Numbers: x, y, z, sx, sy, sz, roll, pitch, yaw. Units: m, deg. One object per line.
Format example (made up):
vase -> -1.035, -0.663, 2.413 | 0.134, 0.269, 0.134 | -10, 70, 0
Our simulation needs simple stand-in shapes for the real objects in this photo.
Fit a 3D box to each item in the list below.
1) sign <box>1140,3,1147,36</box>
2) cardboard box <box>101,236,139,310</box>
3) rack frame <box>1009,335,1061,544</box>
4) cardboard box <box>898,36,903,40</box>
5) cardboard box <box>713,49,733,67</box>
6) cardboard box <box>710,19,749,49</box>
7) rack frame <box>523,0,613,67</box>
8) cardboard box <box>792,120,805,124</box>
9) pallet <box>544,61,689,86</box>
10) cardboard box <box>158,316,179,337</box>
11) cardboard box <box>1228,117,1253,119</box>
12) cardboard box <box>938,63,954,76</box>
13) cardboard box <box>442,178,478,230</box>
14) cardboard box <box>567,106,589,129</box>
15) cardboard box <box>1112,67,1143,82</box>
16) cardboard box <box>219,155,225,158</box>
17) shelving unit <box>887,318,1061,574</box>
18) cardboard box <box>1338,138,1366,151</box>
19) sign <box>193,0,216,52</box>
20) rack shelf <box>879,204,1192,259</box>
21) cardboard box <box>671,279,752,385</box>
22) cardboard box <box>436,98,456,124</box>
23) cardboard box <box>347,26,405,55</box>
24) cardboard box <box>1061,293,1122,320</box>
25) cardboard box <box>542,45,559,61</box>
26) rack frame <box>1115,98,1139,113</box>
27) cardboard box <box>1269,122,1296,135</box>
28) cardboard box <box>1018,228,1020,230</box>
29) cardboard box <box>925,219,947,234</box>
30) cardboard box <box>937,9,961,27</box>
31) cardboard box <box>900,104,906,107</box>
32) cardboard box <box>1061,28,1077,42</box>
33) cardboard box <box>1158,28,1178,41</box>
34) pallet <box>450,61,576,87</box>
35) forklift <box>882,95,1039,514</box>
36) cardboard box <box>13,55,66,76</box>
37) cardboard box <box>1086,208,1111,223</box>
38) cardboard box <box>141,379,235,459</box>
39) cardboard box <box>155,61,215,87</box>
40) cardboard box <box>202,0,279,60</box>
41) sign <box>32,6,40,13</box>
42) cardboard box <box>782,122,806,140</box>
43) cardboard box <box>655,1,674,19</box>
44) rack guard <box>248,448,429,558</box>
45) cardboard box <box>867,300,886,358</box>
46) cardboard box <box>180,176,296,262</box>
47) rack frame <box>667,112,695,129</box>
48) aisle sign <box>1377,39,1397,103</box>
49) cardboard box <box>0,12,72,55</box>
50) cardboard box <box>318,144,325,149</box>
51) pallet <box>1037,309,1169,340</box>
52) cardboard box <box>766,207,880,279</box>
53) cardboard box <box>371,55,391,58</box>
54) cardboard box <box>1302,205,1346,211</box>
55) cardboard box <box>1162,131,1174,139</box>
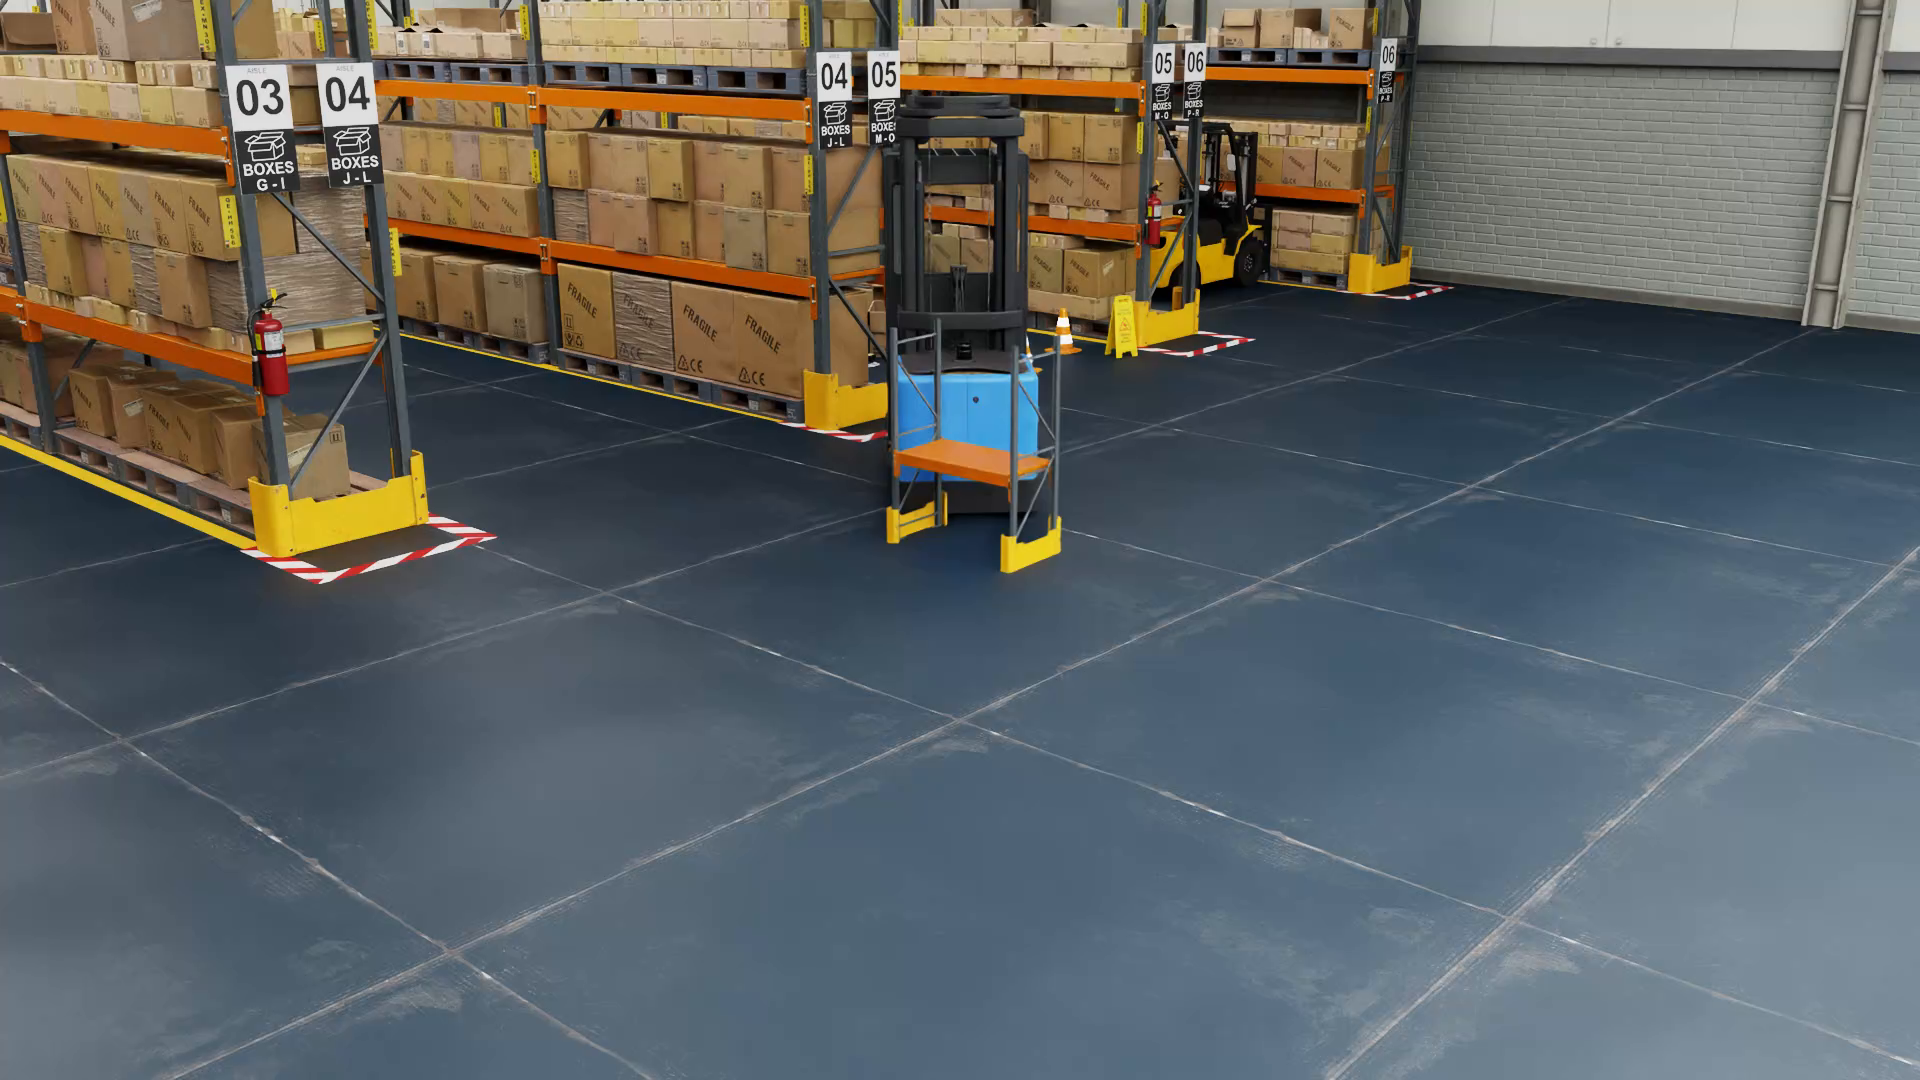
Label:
sign -> 1.916, -5.425, 17.324 | 0.005, 0.325, 0.100 | 15, 23, 39
cardboard box -> -5.837, -2.045, 12.440 | 0.500, 0.500, 0.875 | 15, 23, 39
rack frame -> 0.491, -0.564, 10.911 | 0.032, 1.500, 0.500 | 14, 22, 37
cardboard box -> -0.673, -6.051, 19.857 | 0.250, 0.149, 0.380 | 15, 23, 38
cardboard box -> -1.953, -4.255, 14.659 | 0.250, 0.149, 0.380 | 15, 23, 40
cardboard box -> -1.836, -4.438, 14.575 | 0.500, 0.250, 0.500 | 15, 23, 39
rack frame -> -3.902, -6.217, 16.325 | 0.127, 3.000, 1.000 | 15, 23, 39
cardboard box -> -1.932, -5.423, 21.318 | 0.250, 0.149, 0.380 | 14, 22, 37
pallet -> -3.297, -4.578, 16.267 | 1.213, 0.211, 1.003 | 15, 23, 39
cardboard box -> -5.574, -1.591, 12.080 | 0.250, 0.149, 0.380 | 15, 23, 39
cardboard box -> 3.976, -5.860, 23.389 | 0.250, 0.149, 0.380 | 15, 23, 39
cardboard box -> -0.044, -5.541, 19.568 | 0.250, 0.149, 0.380 | 16, 24, 41
cardboard box -> -5.226, -3.653, 17.997 | 0.500, 0.500, 0.500 | 15, 23, 40
cardboard box -> -5.374, -6.176, 24.294 | 0.500, 0.500, 0.500 | 15, 23, 38
cardboard box -> 1.847, -5.013, 17.906 | 0.250, 0.149, 0.380 | 15, 23, 39
cardboard box -> -9.110, -4.794, 20.988 | 0.250, 0.149, 0.380 | 16, 24, 41
shelving unit -> 0.089, -0.663, 11.220 | 1.083, 1.500, 0.587 | 14, 22, 37
cardboard box -> 5.146, -5.182, 21.742 | 0.250, 0.149, 0.380 | 15, 23, 40
sign -> -4.662, -3.183, 10.259 | 0.005, 0.325, 0.100 | 15, 23, 39
rack shelf -> 0.804, -3.753, 19.669 | 4.000, 0.370, 1.077 | 15, 23, 39
cardboard box -> -2.121, -2.039, 15.897 | 0.875, 0.875, 0.875 | 15, 23, 38
cardboard box -> -7.973, -6.864, 26.464 | 0.500, 0.500, 0.500 | 15, 23, 40
cardboard box -> -6.499, -5.601, 18.630 | 0.500, 0.311, 0.500 | 15, 23, 39
cardboard box -> 1.498, -2.691, 18.982 | 0.500, 0.250, 0.500 | 15, 23, 39
cardboard box -> -3.856, -4.765, 16.266 | 0.250, 0.149, 0.380 | 15, 23, 38
rack frame -> 2.600, -5.622, 24.367 | 0.127, 3.000, 1.000 | 15, 23, 39
cardboard box -> 4.360, -5.524, 22.330 | 0.250, 0.149, 0.380 | 16, 23, 41
cardboard box -> 1.063, -5.100, 25.955 | 0.625, 0.625, 0.875 | 14, 22, 37
cardboard box -> -0.376, -3.836, 20.279 | 0.250, 0.149, 0.380 | 15, 23, 40
cardboard box -> -0.012, -7.949, 25.718 | 0.500, 0.500, 0.500 | 15, 23, 40
cardboard box -> -0.507, -5.027, 20.181 | 0.500, 0.500, 0.700 | 15, 23, 39
cardboard box -> 1.325, -5.556, 18.298 | 0.250, 0.149, 0.380 | 15, 23, 40
cardboard box -> 2.169, -5.502, 18.129 | 0.250, 0.149, 0.380 | 15, 23, 39
pallet -> -4.621, -4.869, 17.353 | 1.217, 0.209, 0.805 | 14, 22, 37
forklift -> -0.042, -1.979, 13.001 | 1.130, 2.935, 3.031 | -1, 18, -4
cardboard box -> -6.987, -3.631, 12.724 | 0.250, 0.149, 0.380 | 14, 22, 37
cardboard box -> 1.615, -3.627, 18.498 | 0.250, 0.149, 0.380 | 15, 23, 39
cardboard box -> -6.048, -0.955, 13.100 | 0.500, 0.500, 0.500 | 13, 22, 34
cardboard box -> -5.087, -3.095, 11.035 | 0.250, 0.149, 0.380 | 14, 22, 37
cardboard box -> -5.209, -3.669, 11.772 | 0.500, 0.500, 0.500 | 15, 23, 39
sign -> -13.238, -7.491, 23.852 | 0.005, 0.325, 0.100 | 15, 23, 39
cardboard box -> -1.944, -5.133, 21.474 | 0.500, 0.500, 0.500 | 16, 24, 41
cardboard box -> -2.528, -4.790, 15.023 | 0.250, 0.149, 0.380 | 15, 23, 40
rack guard -> -4.335, -0.276, 11.656 | 0.348, 0.500, 1.175 | 15, 23, 39
cardboard box -> -0.695, -2.285, 17.979 | 0.637, 0.503, 0.797 | 0, 18, 2
cardboard box -> -4.854, -2.173, 11.191 | 0.500, 0.500, 0.500 | 15, 23, 39
rack frame -> -3.684, -5.301, 23.356 | 0.127, 3.000, 1.000 | 15, 23, 39
aisle sign -> 5.446, -5.978, 21.192 | 0.004, 0.787, 0.394 | 15, 23, 39
cardboard box -> -7.556, -4.052, 13.596 | 0.637, 0.503, 0.797 | 14, 22, 37
cardboard box -> -7.692, -4.818, 20.573 | 0.250, 0.149, 0.380 | 14, 22, 37
pallet -> 1.659, -2.552, 19.304 | 1.213, 0.211, 1.003 | 15, 23, 39
cardboard box -> -1.218, -2.690, 14.882 | 0.550, 0.550, 0.875 | 15, 23, 39
cardboard box -> -7.144, -5.813, 19.846 | 0.500, 0.500, 0.500 | 15, 23, 39
cardboard box -> 4.982, -4.424, 22.790 | 0.500, 0.250, 0.500 | 15, 23, 39
cardboard box -> 3.072, -5.757, 23.557 | 0.250, 0.149, 0.380 | 15, 23, 39
